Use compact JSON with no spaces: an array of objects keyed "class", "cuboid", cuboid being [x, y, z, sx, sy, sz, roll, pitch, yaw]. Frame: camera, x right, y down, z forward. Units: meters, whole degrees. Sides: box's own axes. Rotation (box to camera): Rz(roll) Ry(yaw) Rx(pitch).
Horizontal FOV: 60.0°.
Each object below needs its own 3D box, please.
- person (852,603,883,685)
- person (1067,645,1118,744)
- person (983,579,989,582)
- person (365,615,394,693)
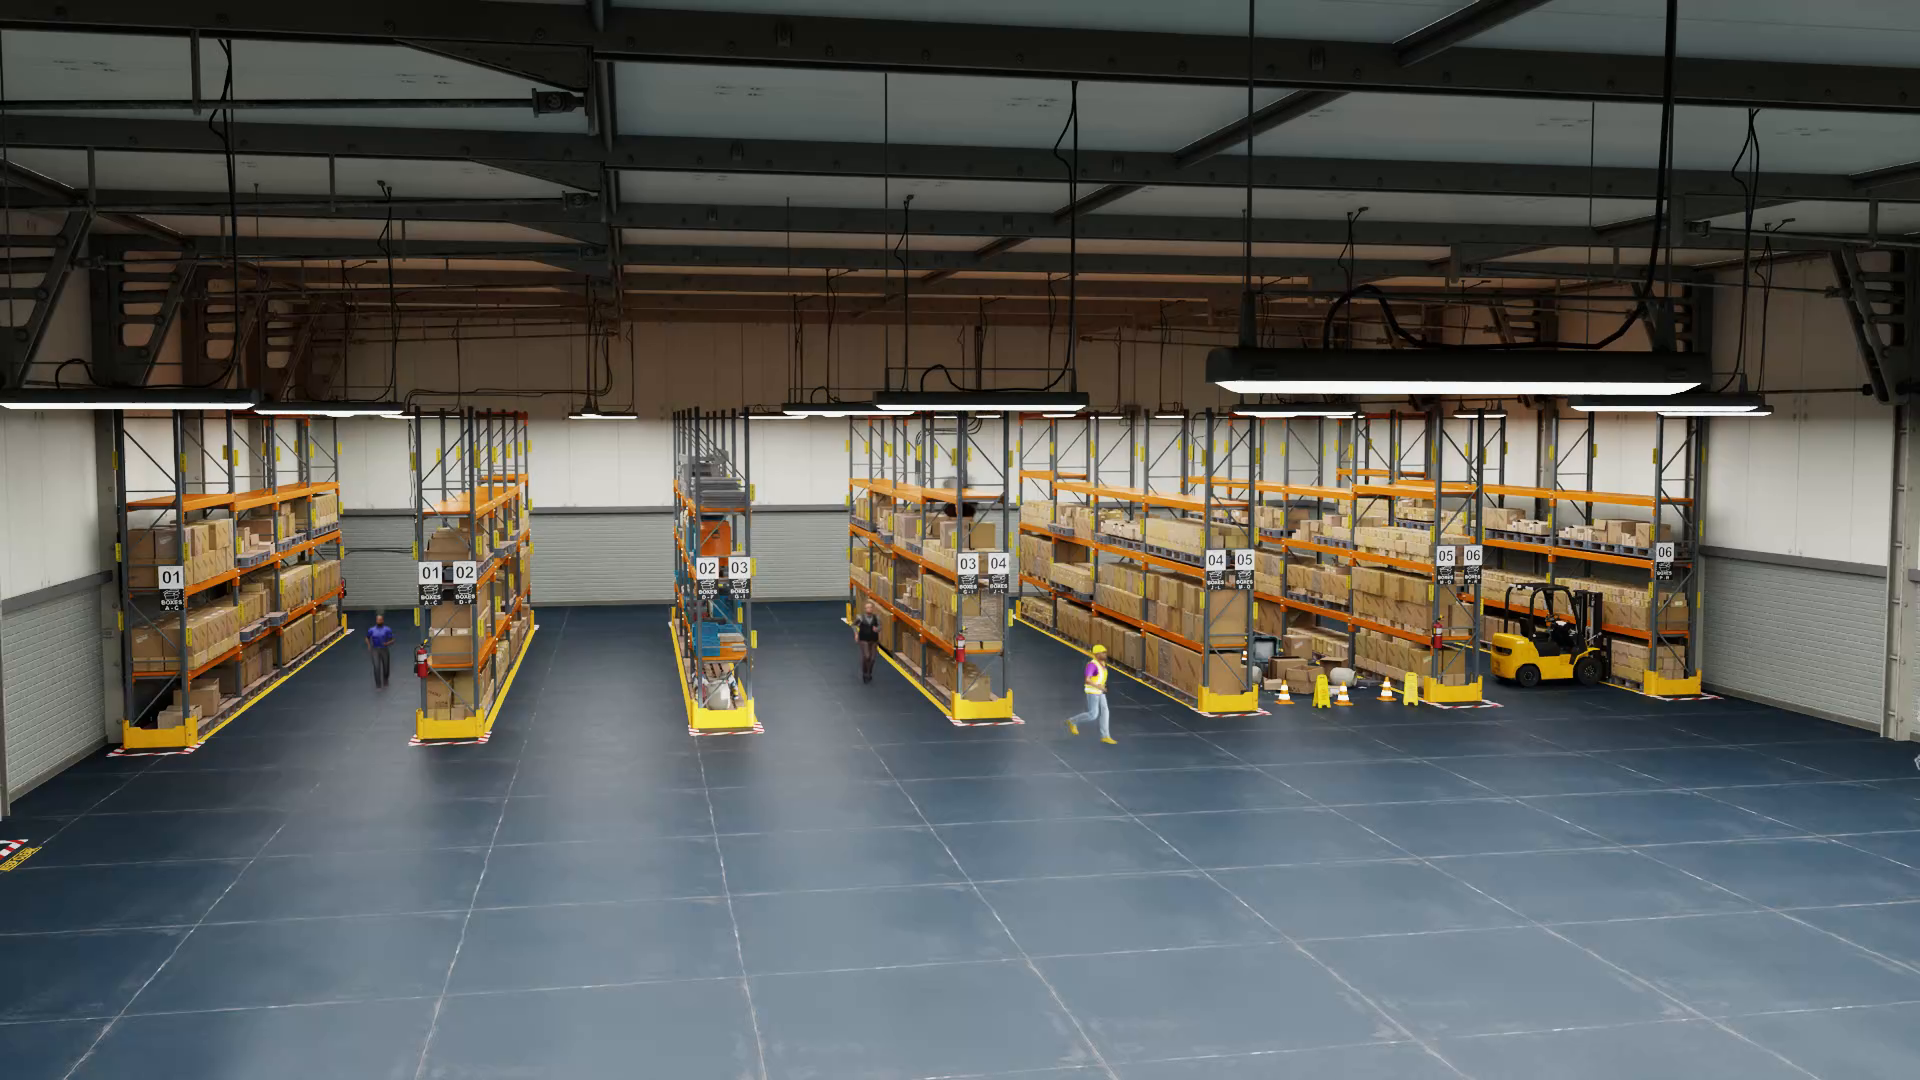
[{"class":"person","cuboid":[-2.006,2.275,36.489,0.624,1.780,0.752,-1,4,-20]},{"class":"person","cuboid":[2.384,2.743,29.703,0.959,1.755,0.726,2,4,24]},{"class":"person","cuboid":[0.927,1.570,46.067,0.664,1.810,0.883,0,4,-5]},{"class":"person","cuboid":[-12.313,2.397,35.308,0.588,1.623,0.815,-1,4,-19]}]
